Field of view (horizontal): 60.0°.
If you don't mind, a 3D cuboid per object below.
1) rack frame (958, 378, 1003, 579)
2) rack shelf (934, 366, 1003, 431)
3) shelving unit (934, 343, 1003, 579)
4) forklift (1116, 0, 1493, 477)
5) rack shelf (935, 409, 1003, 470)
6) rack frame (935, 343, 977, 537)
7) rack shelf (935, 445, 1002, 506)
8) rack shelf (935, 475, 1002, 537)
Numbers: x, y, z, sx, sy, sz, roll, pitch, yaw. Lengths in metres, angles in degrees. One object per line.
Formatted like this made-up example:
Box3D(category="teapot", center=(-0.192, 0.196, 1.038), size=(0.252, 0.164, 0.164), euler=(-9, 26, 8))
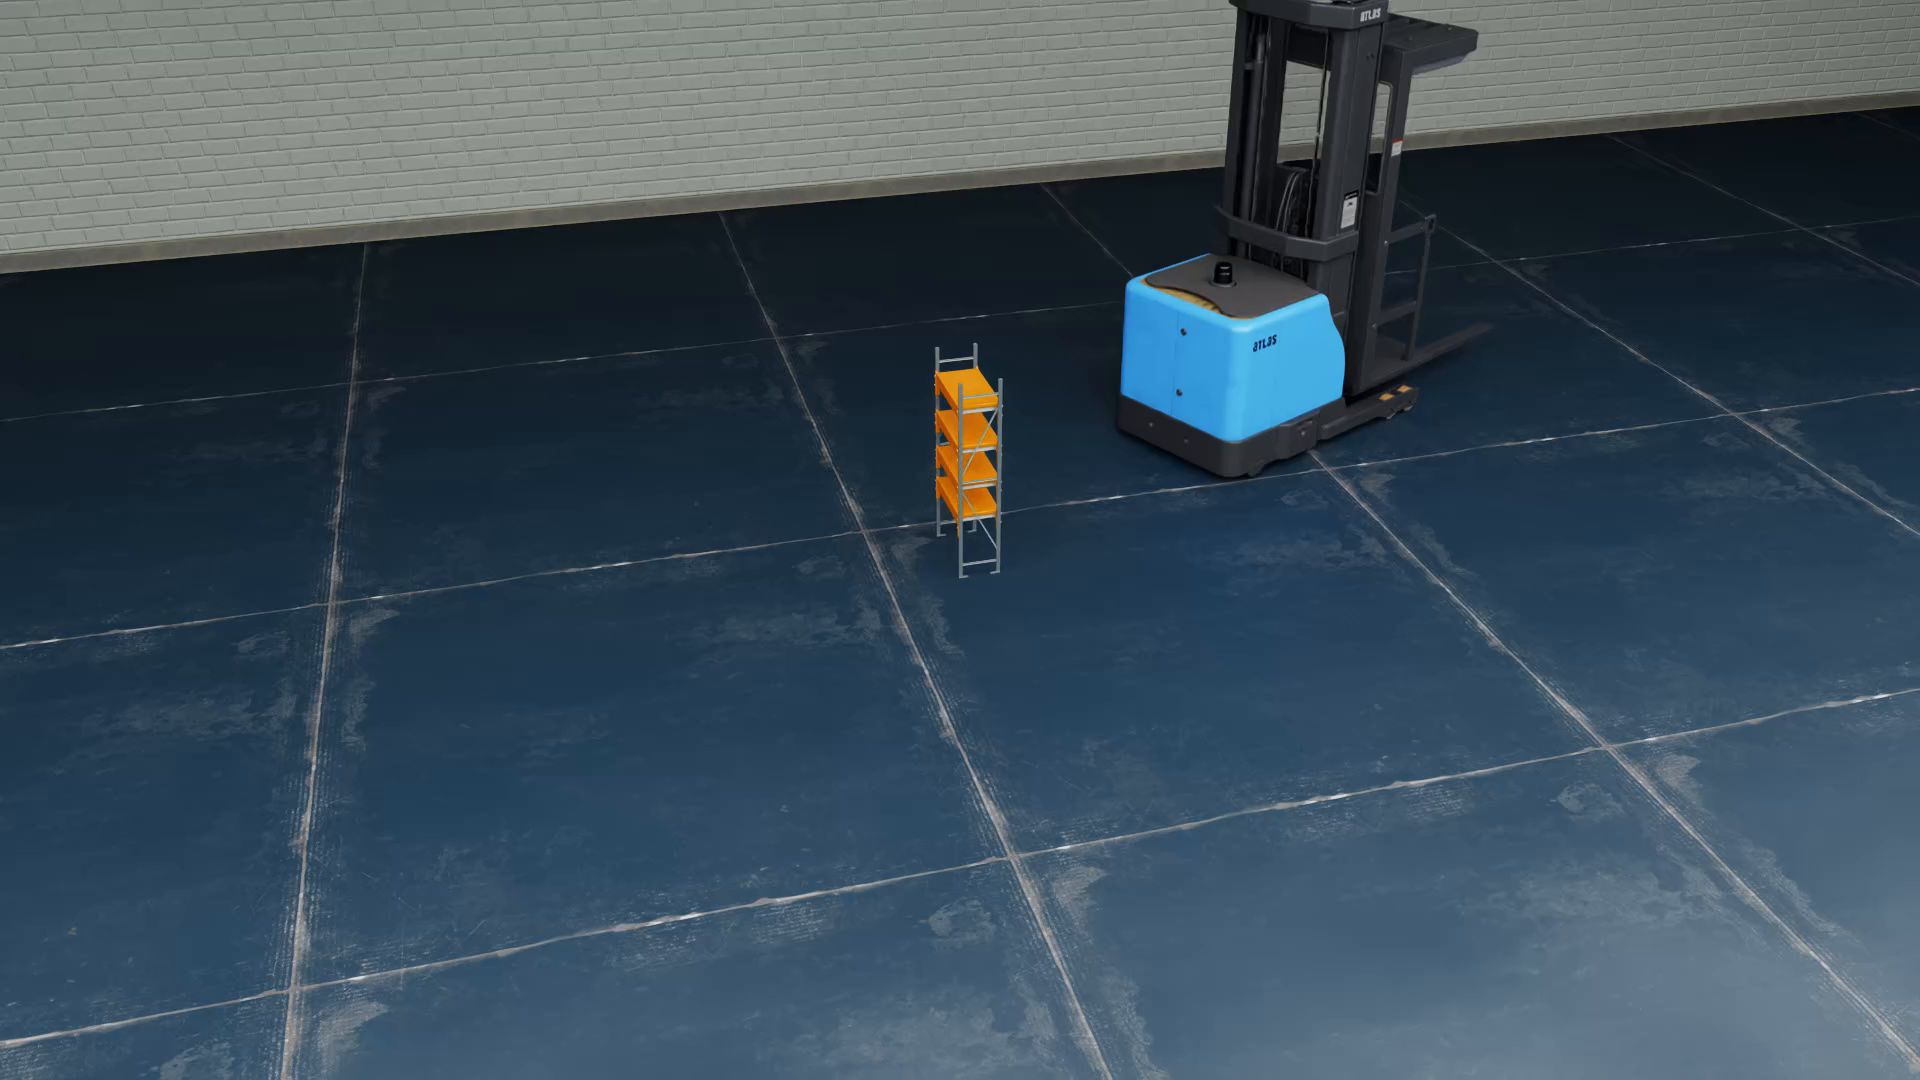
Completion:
Box3D(category="rack frame", center=(0.109, -0.321, 9.108), size=(0.240, 1.200, 0.015), euler=(-8, 31, -13))
Box3D(category="rack shelf", center=(0.044, -0.779, 9.114), size=(0.258, 0.148, 0.480), euler=(-8, 31, -13))
Box3D(category="shelving unit", center=(0.044, -0.439, 9.311), size=(0.258, 1.200, 0.503), euler=(-8, 31, -13))
Box3D(category="forklift", center=(2.475, -2.262, 10.733), size=(3.031, 2.935, 1.130), euler=(-23, 37, -34))
Box3D(category="rack shelf", center=(0.044, -0.575, 9.233), size=(0.258, 0.148, 0.480), euler=(-8, 31, -13))
Box3D(category="rack frame", center=(-0.021, -0.557, 9.515), size=(0.240, 1.200, 0.015), euler=(-8, 31, -13))
Box3D(category="rack shelf", center=(0.044, -0.381, 9.345), size=(0.258, 0.148, 0.480), euler=(-8, 31, -13))
Box3D(category="rack shelf", center=(0.044, -0.209, 9.444), size=(0.258, 0.148, 0.480), euler=(-8, 31, -13))
